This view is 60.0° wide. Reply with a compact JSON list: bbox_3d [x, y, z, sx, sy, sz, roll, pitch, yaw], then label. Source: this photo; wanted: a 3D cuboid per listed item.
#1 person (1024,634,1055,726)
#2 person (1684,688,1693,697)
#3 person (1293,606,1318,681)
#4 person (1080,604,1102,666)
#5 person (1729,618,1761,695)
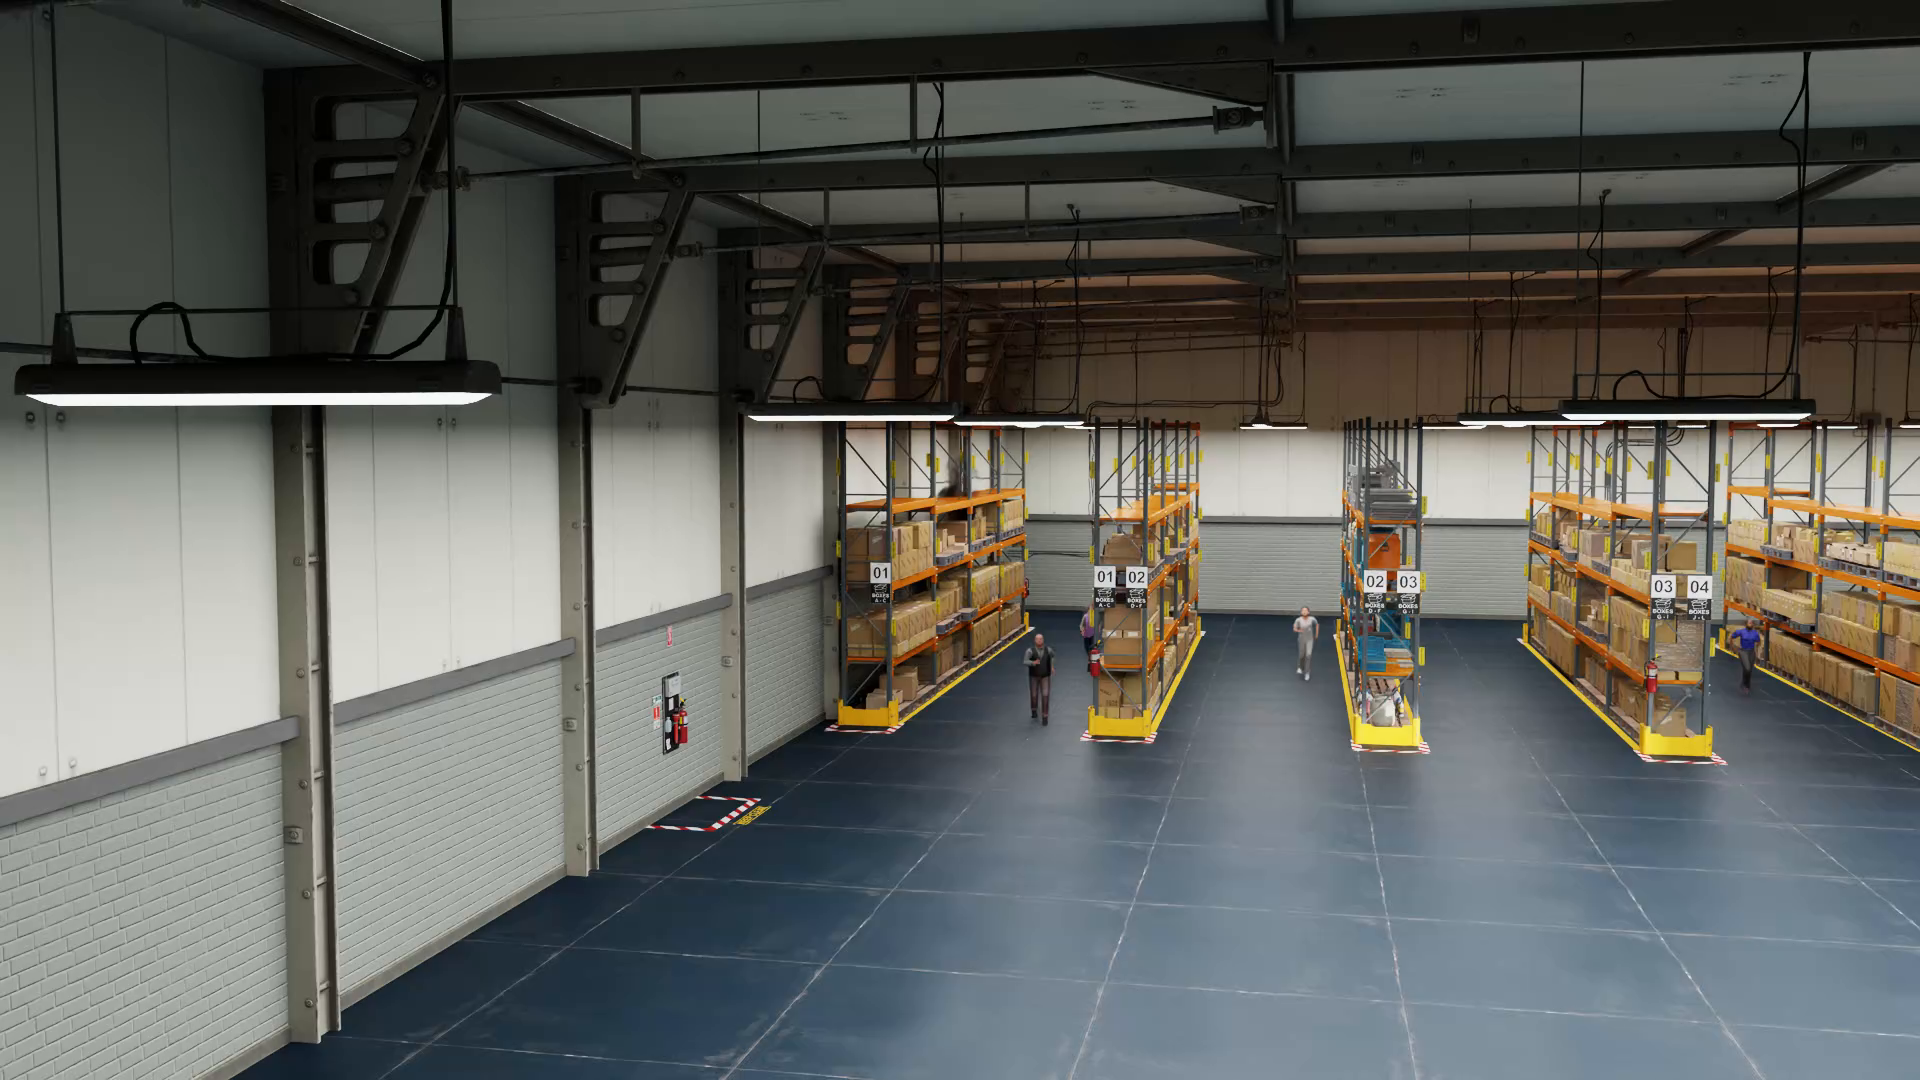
[{"bbox_3d":[1.566,2.720,32.709,0.643,1.744,0.906,0,4,-1],"label":"person"},{"bbox_3d":[15.882,2.509,36.280,0.663,1.766,0.749,1,4,11],"label":"person"},{"bbox_3d":[8.048,2.375,38.716,0.575,1.695,0.954,1,4,12],"label":"person"},{"bbox_3d":[3.168,2.341,40.213,0.542,1.574,0.651,1,4,8],"label":"person"},{"bbox_3d":[17.257,2.557,36.477,0.581,1.686,0.734,0,4,1],"label":"person"}]
